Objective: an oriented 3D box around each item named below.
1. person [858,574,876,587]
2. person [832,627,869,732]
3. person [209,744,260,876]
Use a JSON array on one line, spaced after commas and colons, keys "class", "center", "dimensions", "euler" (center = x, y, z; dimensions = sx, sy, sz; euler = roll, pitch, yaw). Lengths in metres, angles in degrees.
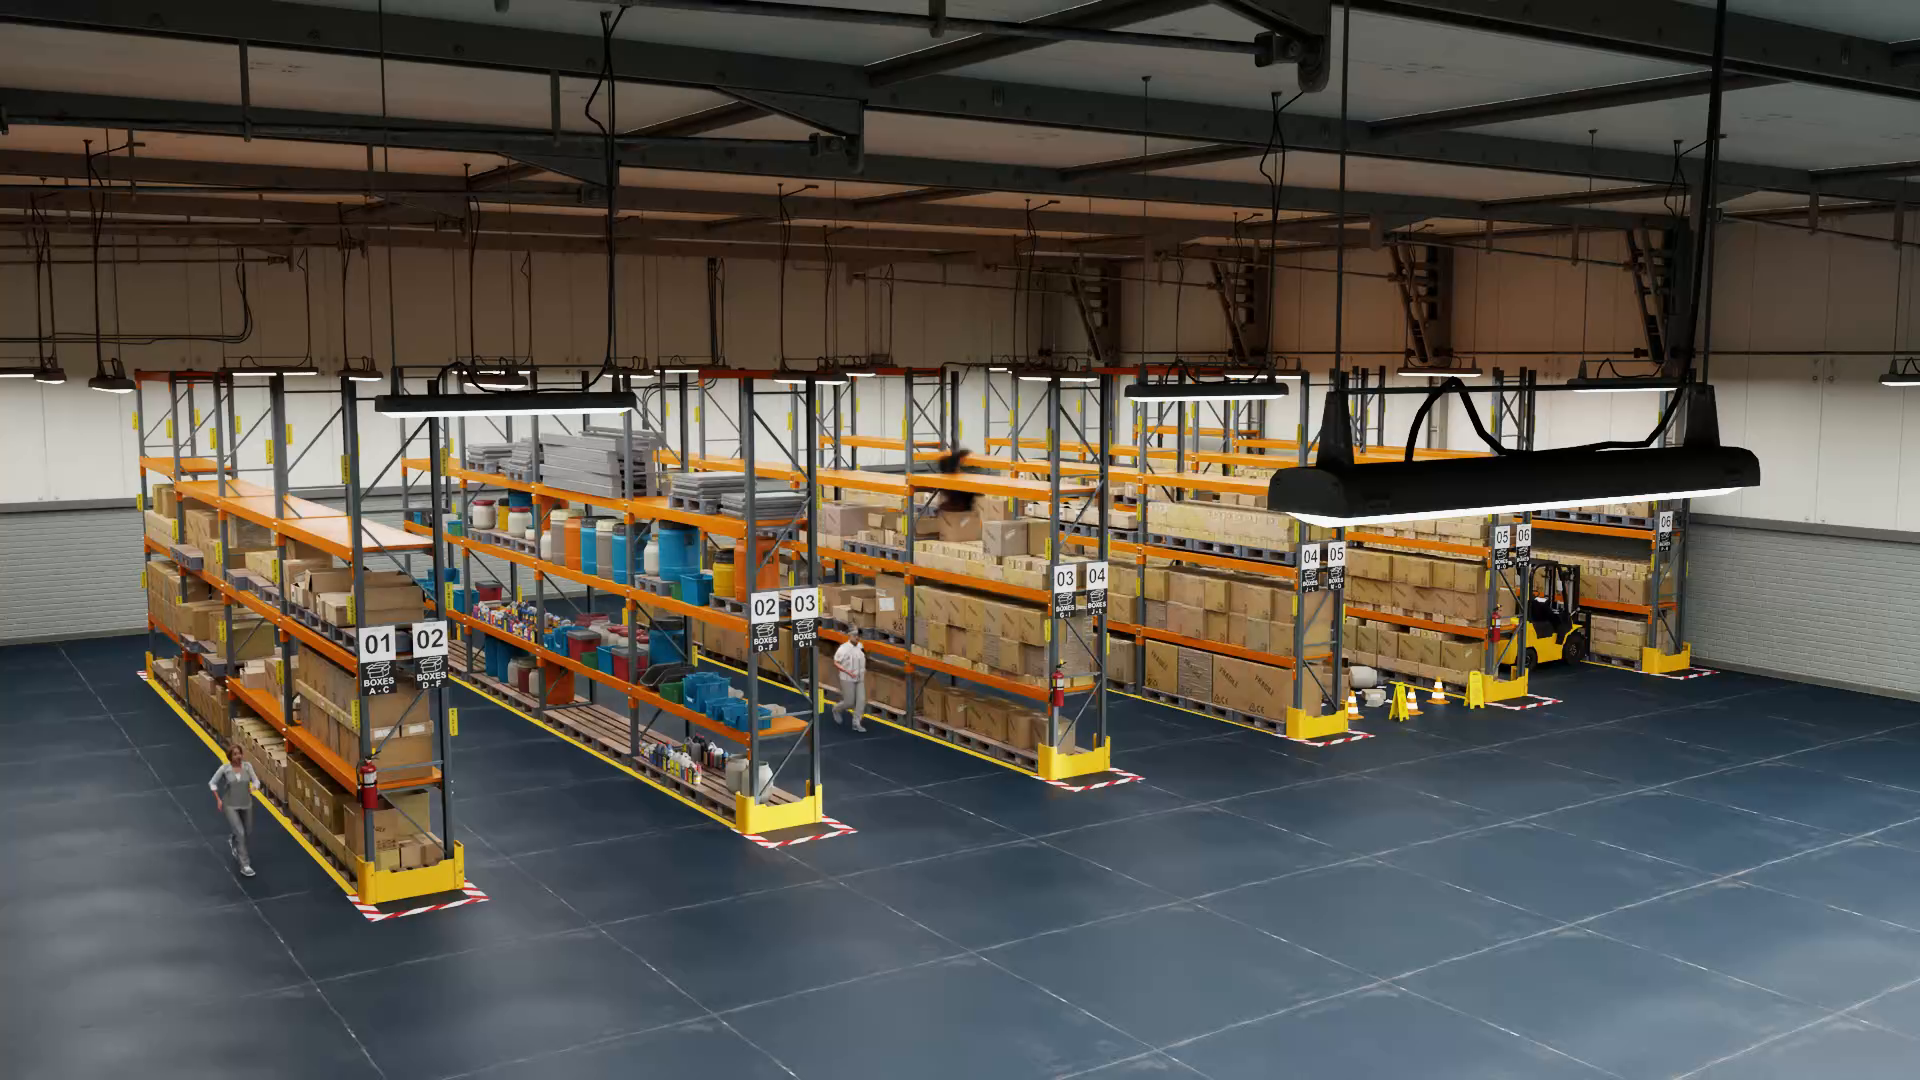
[{"class": "person", "center": [-2.300, 0.781, 41.927], "dimensions": [0.655, 1.742, 0.724], "euler": [4, 8, 32]}, {"class": "person", "center": [-1.827, 2.309, 27.925], "dimensions": [0.660, 1.755, 0.772], "euler": [-6, 9, -42]}, {"class": "person", "center": [-8.819, 3.253, 20.263], "dimensions": [0.538, 1.575, 0.804], "euler": [-6, 9, -41]}]
